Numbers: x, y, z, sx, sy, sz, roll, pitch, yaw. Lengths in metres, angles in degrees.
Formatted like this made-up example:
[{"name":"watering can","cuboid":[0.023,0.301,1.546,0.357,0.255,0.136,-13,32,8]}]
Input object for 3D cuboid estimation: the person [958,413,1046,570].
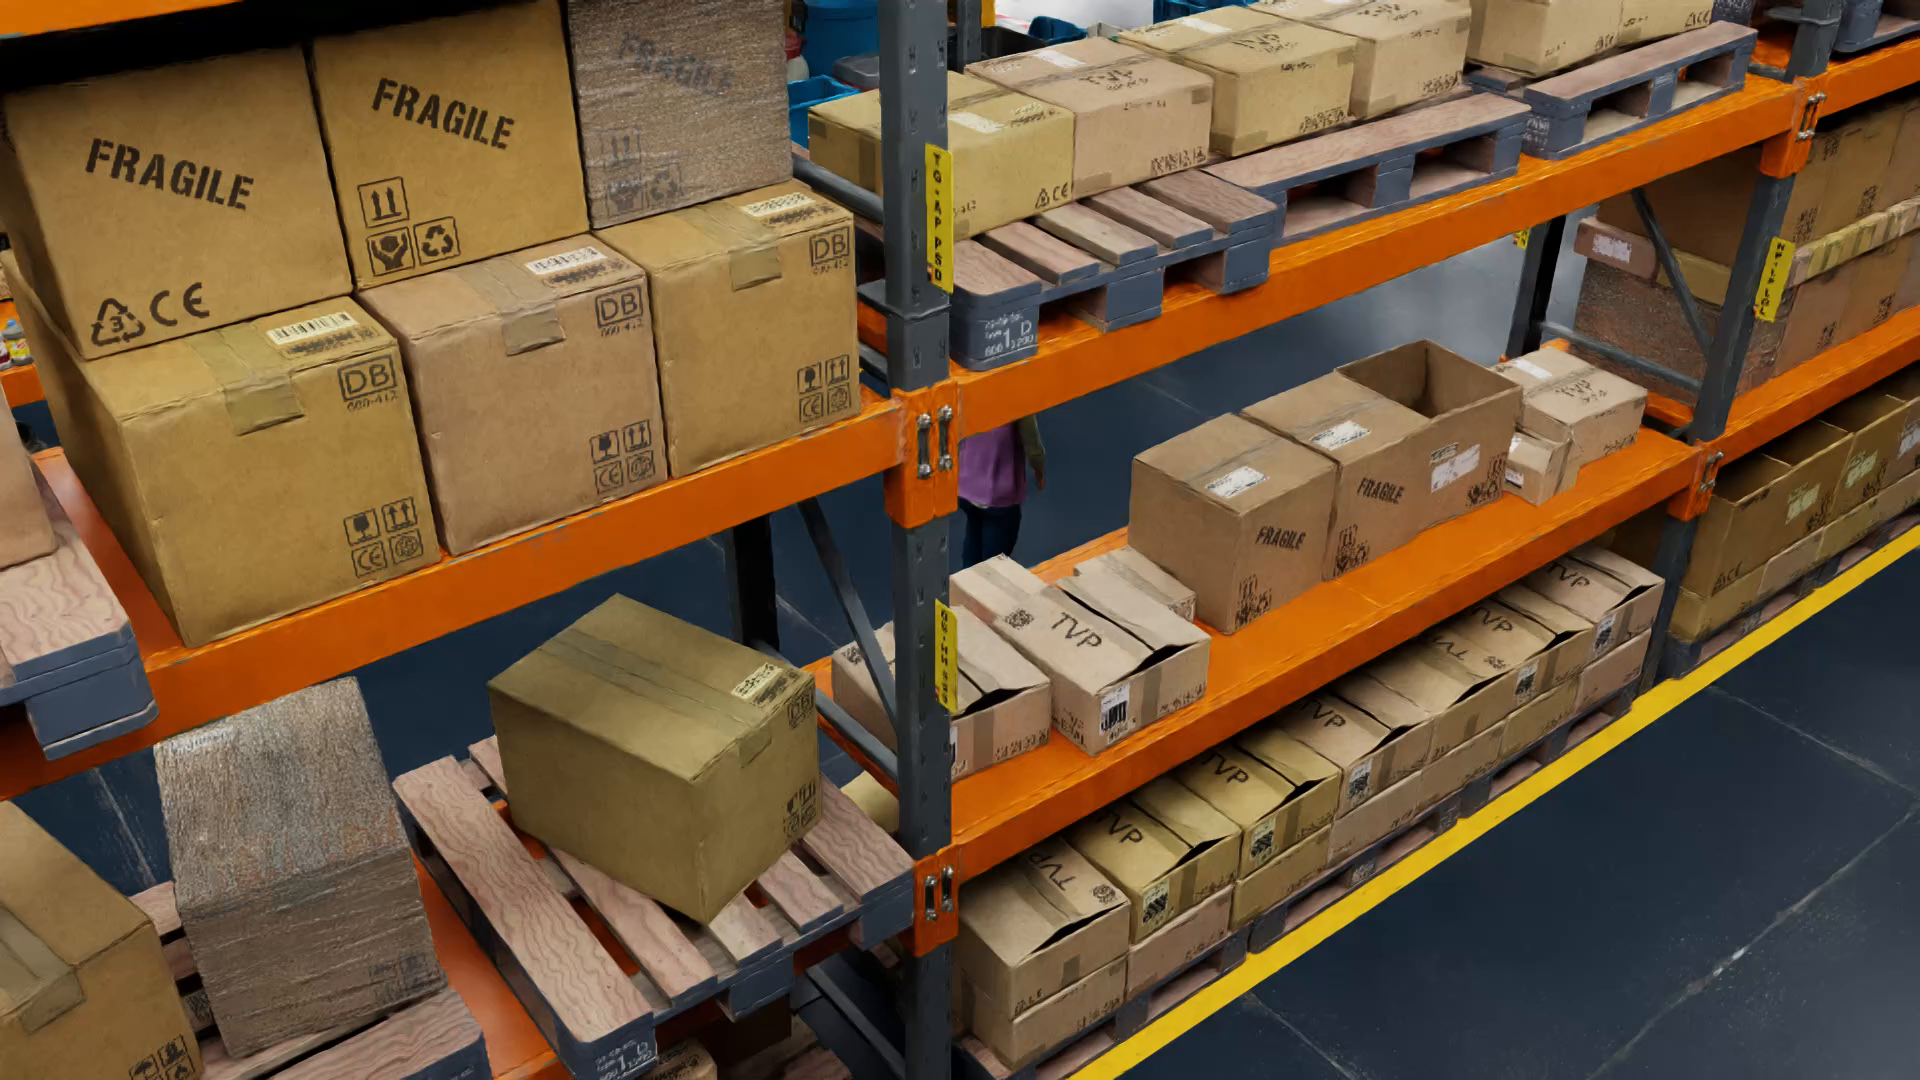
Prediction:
[{"name":"person","cuboid":[0.115,-0.226,7.519,0.515,1.543,0.726,20,37,28]}]
